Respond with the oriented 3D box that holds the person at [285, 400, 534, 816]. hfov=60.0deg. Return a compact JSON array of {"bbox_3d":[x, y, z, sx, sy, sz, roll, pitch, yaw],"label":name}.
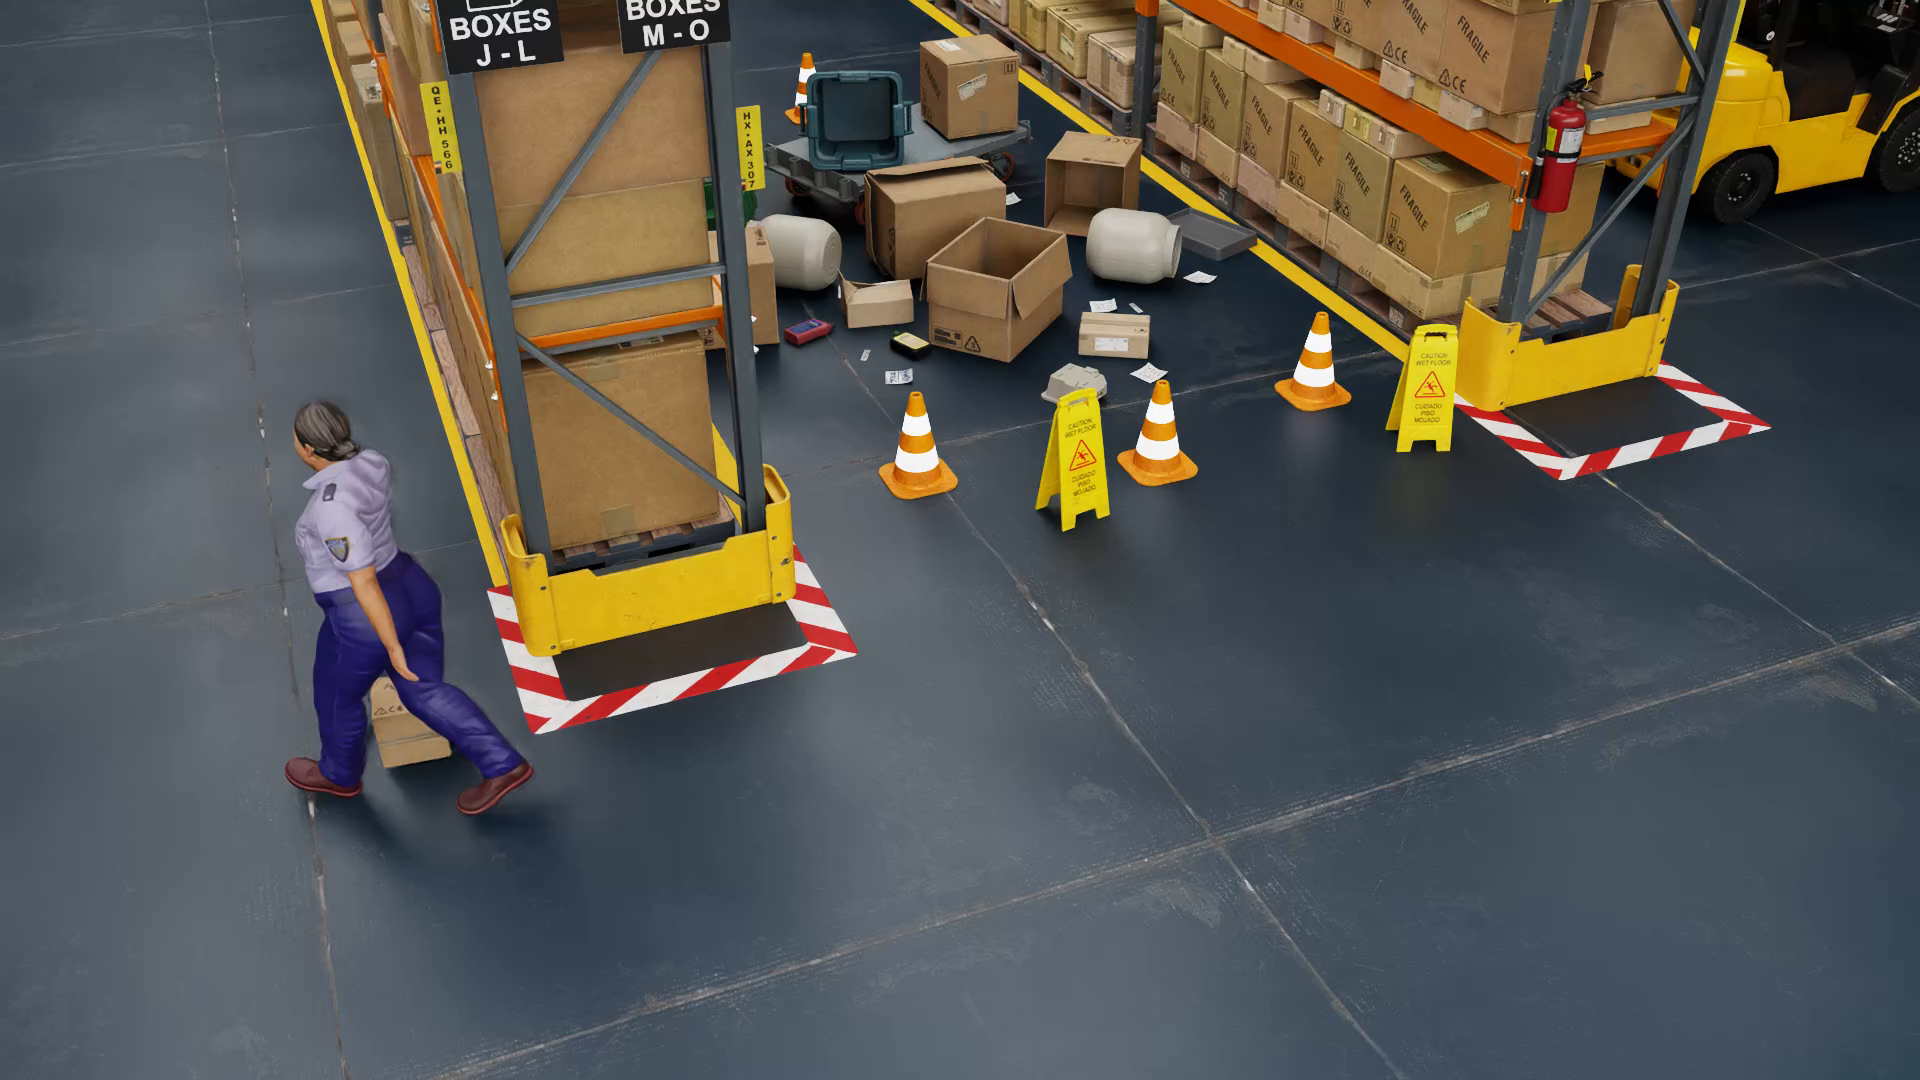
[{"bbox_3d":[-2.032,0.233,5.816,0.948,1.594,0.515,5,34,7],"label":"person"}]
